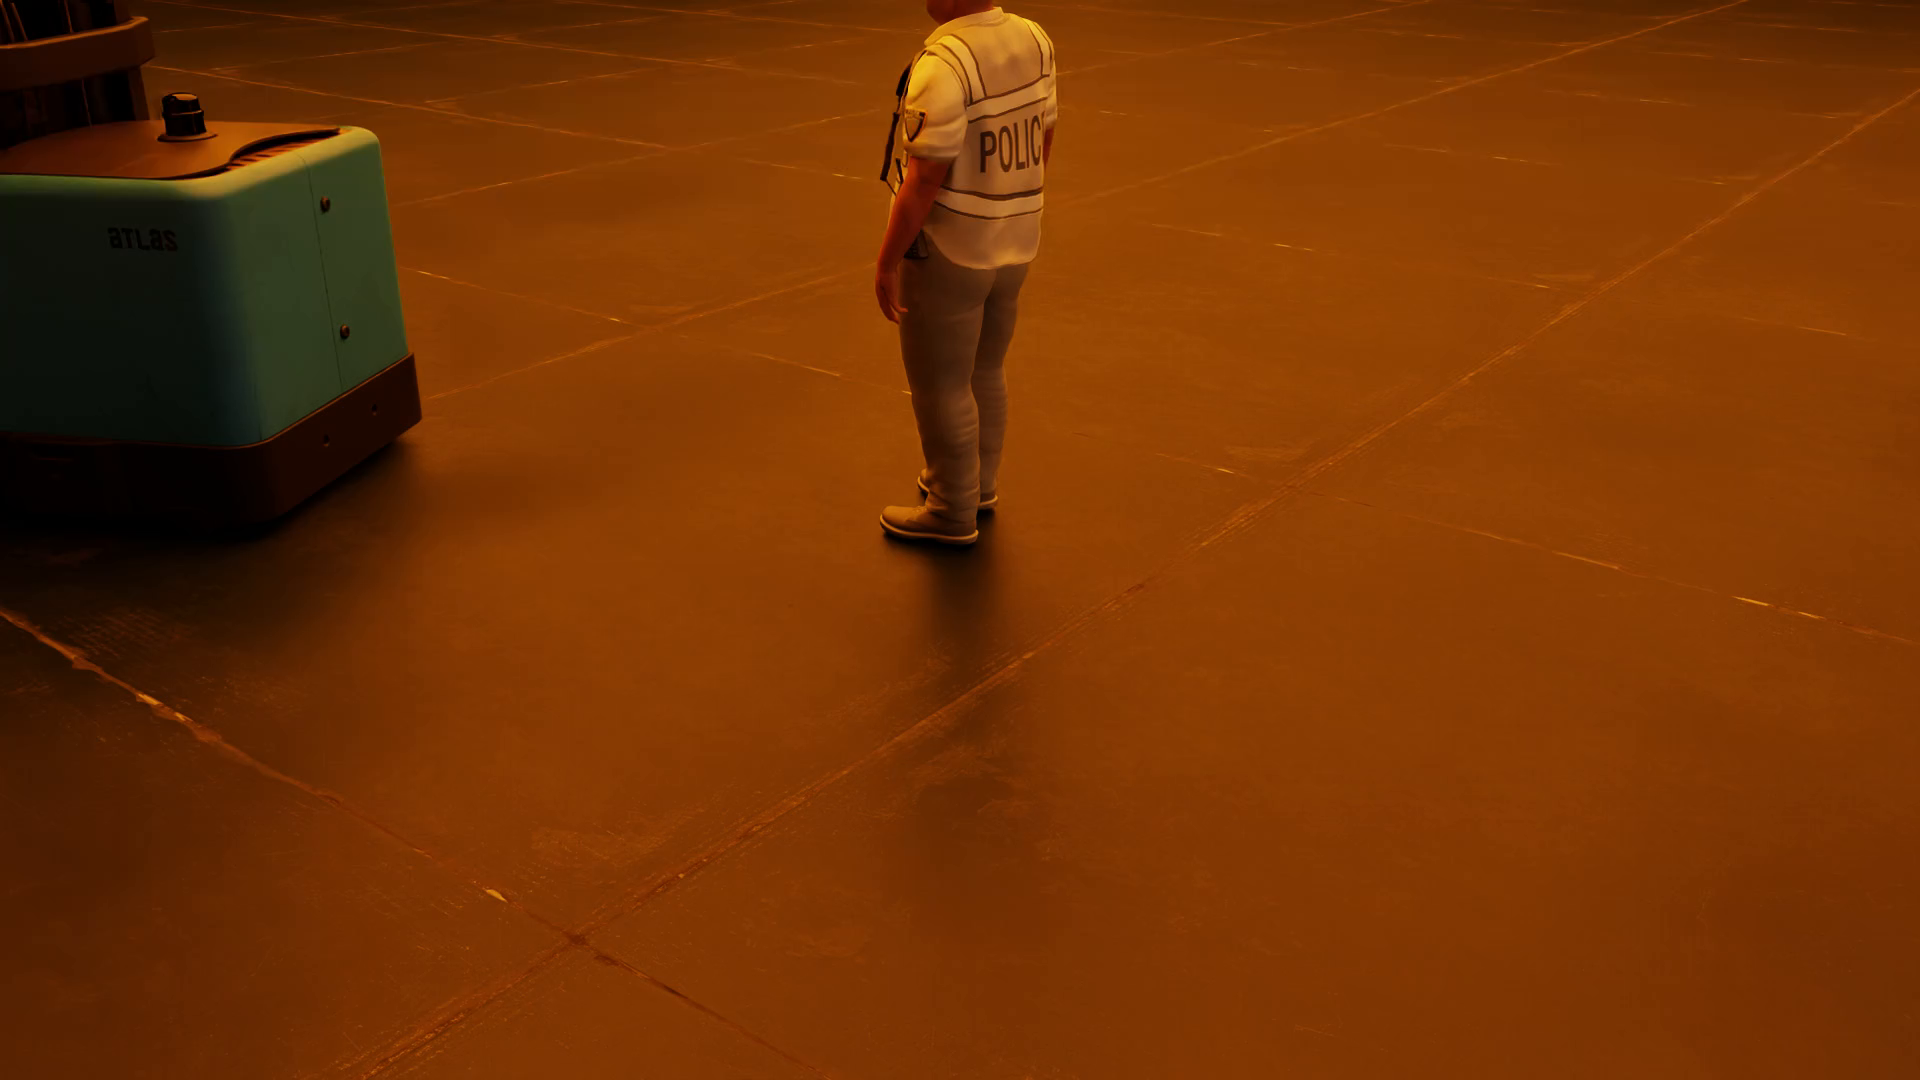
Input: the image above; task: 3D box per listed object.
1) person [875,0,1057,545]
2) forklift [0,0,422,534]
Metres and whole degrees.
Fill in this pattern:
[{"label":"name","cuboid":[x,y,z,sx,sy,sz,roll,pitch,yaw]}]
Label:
[{"label":"person","cuboid":[-0.055,-0.846,4.709,0.574,1.778,0.641,17,29,34]},{"label":"forklift","cuboid":[-3.445,-1.634,5.099,3.031,2.935,1.130,4,24,10]}]
